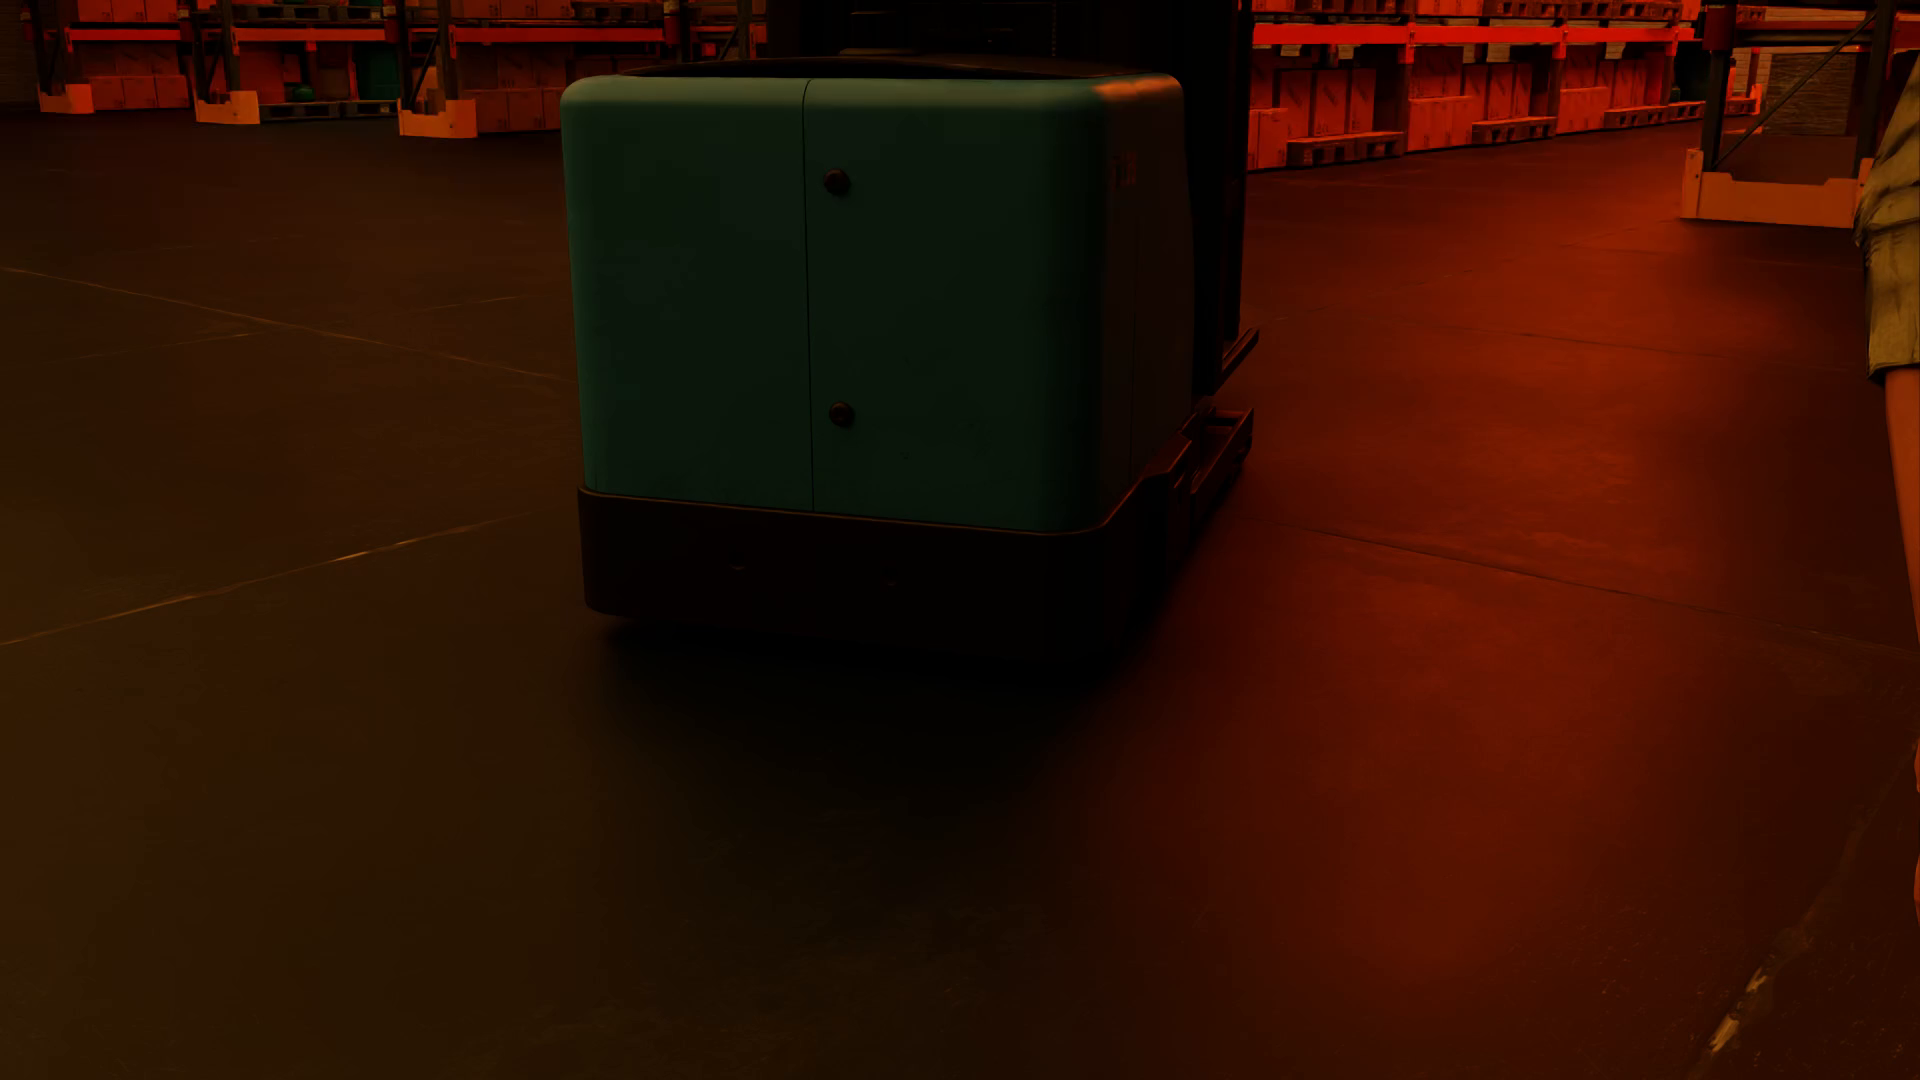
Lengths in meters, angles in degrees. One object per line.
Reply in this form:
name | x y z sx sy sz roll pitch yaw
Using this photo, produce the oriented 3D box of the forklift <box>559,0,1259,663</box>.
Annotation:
forklift | 0.182 -1.571 4.072 1.130 2.935 3.031 5 18 17
